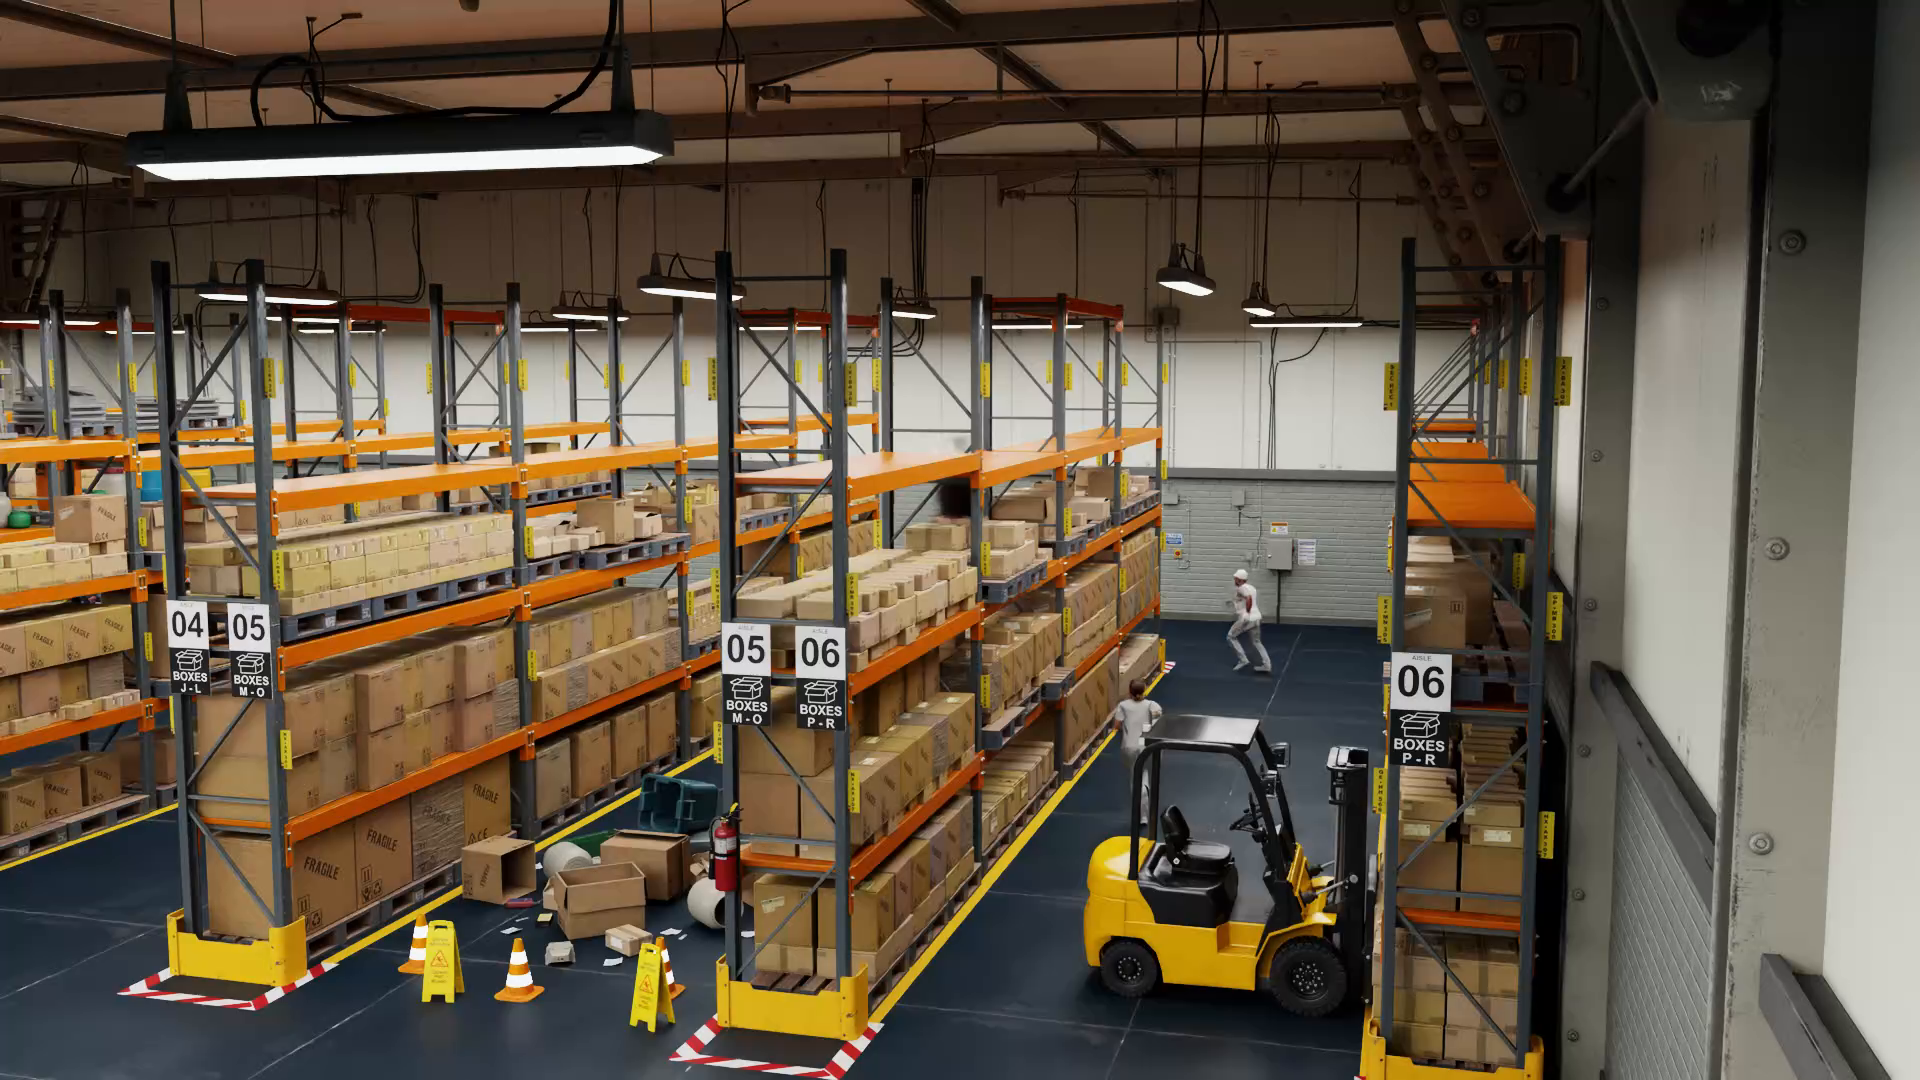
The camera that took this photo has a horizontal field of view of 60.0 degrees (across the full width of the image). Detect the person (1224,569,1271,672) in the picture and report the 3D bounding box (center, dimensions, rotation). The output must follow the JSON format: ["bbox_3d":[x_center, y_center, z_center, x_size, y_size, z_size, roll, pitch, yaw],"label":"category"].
[{"bbox_3d":[4.819,1.339,27.933,0.922,1.675,0.627,5,8,42],"label":"person"}]

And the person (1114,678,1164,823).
[{"bbox_3d":[2.036,2.380,18.912,0.568,1.599,0.685,0,6,-3],"label":"person"}]
